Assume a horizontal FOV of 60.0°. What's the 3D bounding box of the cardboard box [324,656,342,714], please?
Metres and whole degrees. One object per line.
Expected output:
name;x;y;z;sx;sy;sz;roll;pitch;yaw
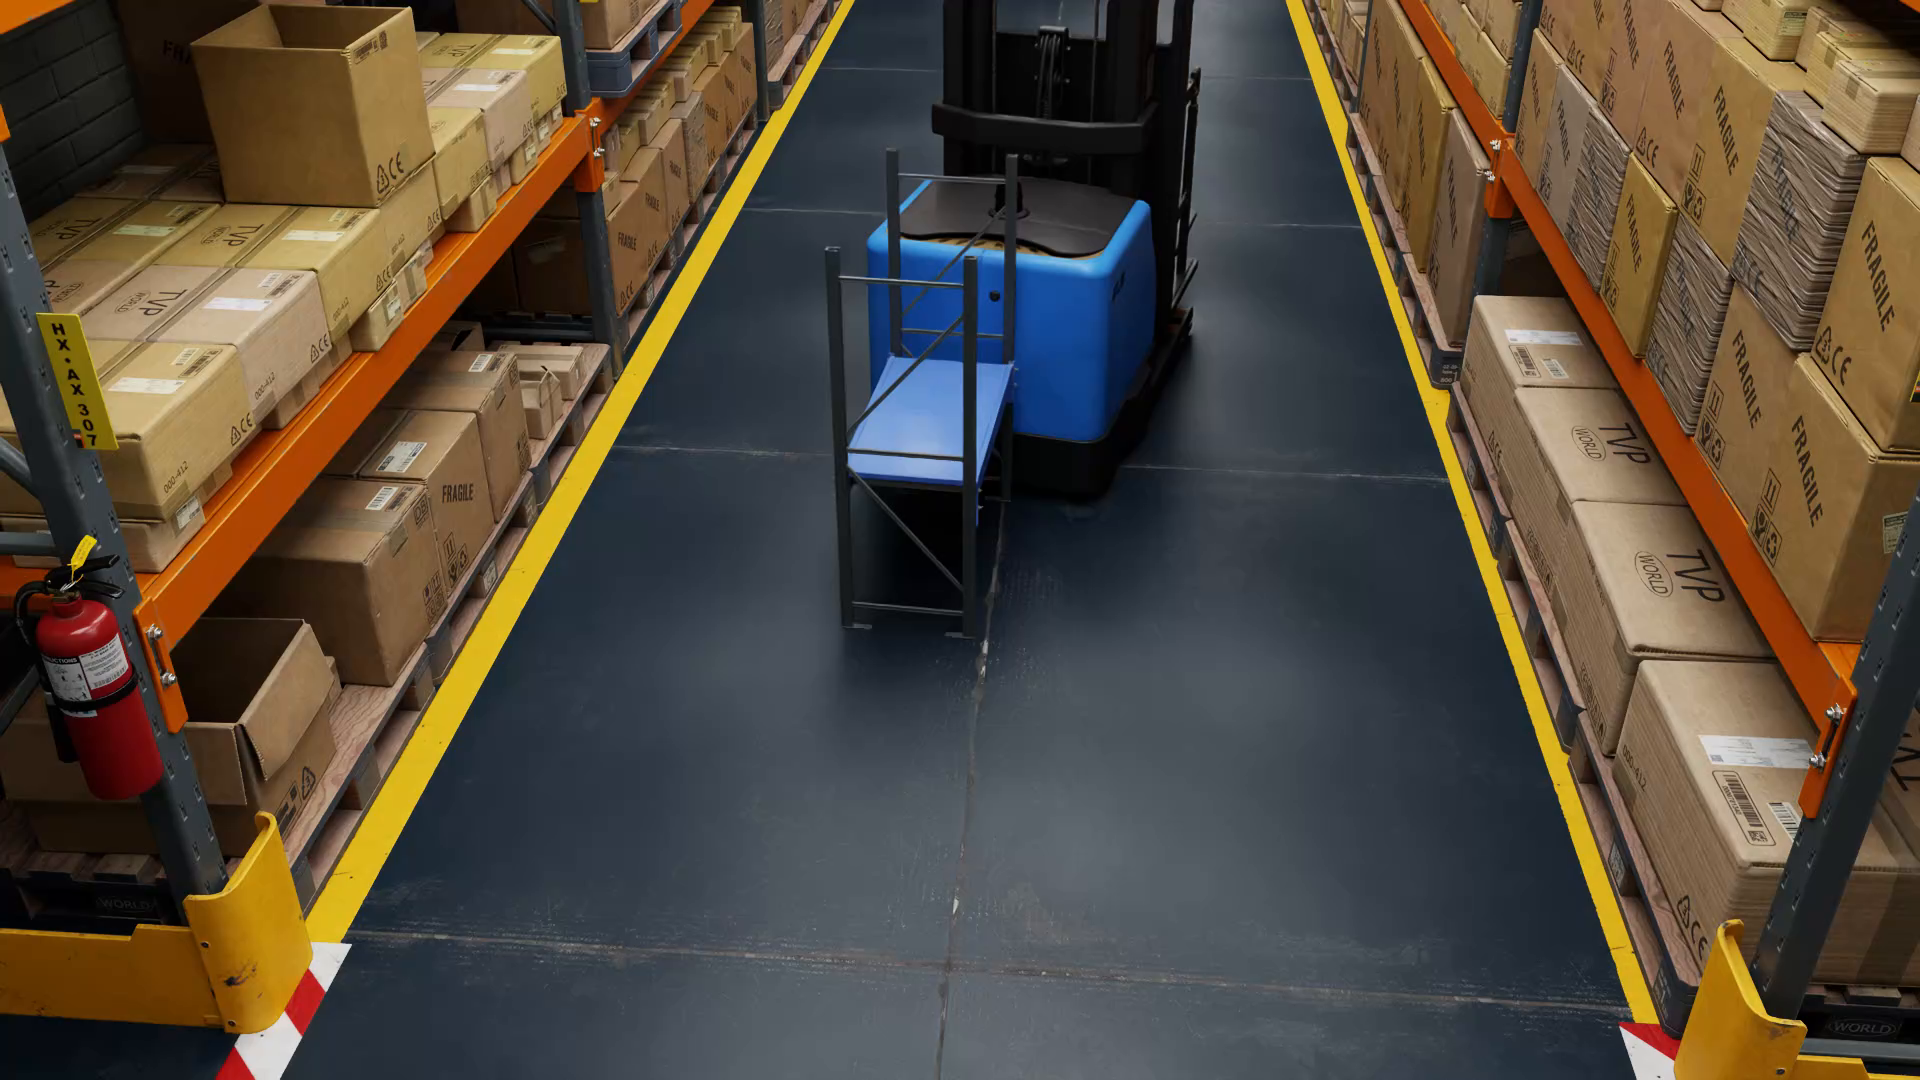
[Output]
cardboard box;-2.246;0.502;5.393;0.380;0.149;0.250;1;32;2

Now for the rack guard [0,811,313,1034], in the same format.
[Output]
rack guard;-2.458;1.028;4.605;1.175;0.500;0.348;2;32;4

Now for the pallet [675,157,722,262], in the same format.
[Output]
pallet;-2.013;-1.967;9.741;1.003;0.211;1.213;2;32;4

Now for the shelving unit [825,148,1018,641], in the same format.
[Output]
shelving unit;-0.112;-0.558;6.226;0.538;1.500;1.048;5;32;8

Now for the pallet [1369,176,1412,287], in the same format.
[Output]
pallet;2.894;-1.737;9.367;1.003;0.211;1.213;2;32;4

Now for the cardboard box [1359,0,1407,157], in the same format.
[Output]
cardboard box;2.996;-2.886;10.199;0.875;0.875;0.875;2;32;4

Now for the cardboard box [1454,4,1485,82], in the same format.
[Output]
cardboard box;2.637;-2.325;7.807;0.500;0.250;0.500;2;32;3

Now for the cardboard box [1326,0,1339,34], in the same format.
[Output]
cardboard box;3.310;-4.107;12.660;0.950;0.372;0.625;3;32;6

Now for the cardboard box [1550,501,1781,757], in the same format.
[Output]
cardboard box;2.504;0.298;5.450;0.875;0.438;0.875;3;32;5

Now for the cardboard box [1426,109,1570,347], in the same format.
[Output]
cardboard box;2.780;-1.480;7.917;0.875;0.875;0.875;3;32;6

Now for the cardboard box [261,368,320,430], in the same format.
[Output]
cardboard box;-2.121;-0.453;4.865;0.380;0.149;0.250;3;32;6

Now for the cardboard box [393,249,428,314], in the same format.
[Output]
cardboard box;-2.008;-0.859;5.525;0.380;0.149;0.250;3;32;5

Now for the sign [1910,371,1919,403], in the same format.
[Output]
sign;1.944;-0.410;3.227;0.100;0.325;0.005;2;32;4

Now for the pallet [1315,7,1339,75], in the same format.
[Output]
pallet;3.302;-3.827;12.759;1.003;0.211;1.213;2;32;4

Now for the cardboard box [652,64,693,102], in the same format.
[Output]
cardboard box;-1.736;-2.609;9.488;0.380;0.149;0.250;1;32;2

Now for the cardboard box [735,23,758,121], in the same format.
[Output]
cardboard box;-1.633;-3.064;10.845;0.500;0.500;0.500;3;32;5

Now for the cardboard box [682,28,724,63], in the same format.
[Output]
cardboard box;-1.657;-3.021;10.157;0.380;0.149;0.250;1;32;2

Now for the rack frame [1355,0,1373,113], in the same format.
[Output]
rack frame;3.135;-3.969;10.332;1.000;3.000;0.127;2;32;4

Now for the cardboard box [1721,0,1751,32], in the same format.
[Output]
cardboard box;2.403;-1.533;4.711;0.380;0.149;0.250;3;32;6

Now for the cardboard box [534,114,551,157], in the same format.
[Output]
cardboard box;-1.912;-1.666;6.834;0.380;0.149;0.250;3;32;5

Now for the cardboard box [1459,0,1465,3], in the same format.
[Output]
cardboard box;2.672;-2.800;8.102;0.500;0.250;0.500;3;32;5

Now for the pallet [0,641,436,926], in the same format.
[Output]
pallet;-2.394;0.734;5.357;1.003;0.211;1.213;2;32;4

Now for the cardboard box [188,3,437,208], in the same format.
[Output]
cardboard box;-2.037;-1.388;5.288;0.500;0.500;0.500;3;32;5

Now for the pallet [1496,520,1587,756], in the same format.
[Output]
pallet;2.573;0.343;5.992;1.003;0.211;1.213;2;32;4

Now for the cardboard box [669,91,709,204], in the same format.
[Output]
cardboard box;-1.748;-2.256;9.535;0.500;0.500;0.500;1;32;2

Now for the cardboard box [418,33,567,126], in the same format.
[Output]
cardboard box;-1.937;-1.874;6.791;0.500;0.250;0.500;3;32;5

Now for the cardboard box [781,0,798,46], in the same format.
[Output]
cardboard box;-1.703;-4.015;12.269;0.875;0.625;0.625;3;32;6

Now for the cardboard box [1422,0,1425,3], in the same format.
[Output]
cardboard box;2.772;-3.117;9.092;0.500;0.250;0.500;3;32;6

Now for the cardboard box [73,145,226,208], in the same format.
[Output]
cardboard box;-2.560;-1.113;5.556;0.500;0.250;0.500;2;32;4

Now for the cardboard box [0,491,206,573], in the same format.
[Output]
cardboard box;-2.164;-0.049;4.211;0.380;0.149;0.250;2;32;4

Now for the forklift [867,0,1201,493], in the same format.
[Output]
forklift;0.539;-2.207;7.537;1.130;2.935;3.031;9;33;15

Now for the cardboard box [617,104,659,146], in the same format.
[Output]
cardboard box;-1.823;-2.211;8.842;0.380;0.149;0.250;2;32;4

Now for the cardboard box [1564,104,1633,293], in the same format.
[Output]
cardboard box;2.418;-1.163;5.683;0.500;0.500;0.500;3;32;4

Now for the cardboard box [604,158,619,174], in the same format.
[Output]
cardboard box;-1.898;-1.803;8.180;0.380;0.149;0.250;2;32;3

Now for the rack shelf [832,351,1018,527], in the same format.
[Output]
rack shelf;-0.112;-0.405;6.321;0.538;0.185;1.000;5;32;8

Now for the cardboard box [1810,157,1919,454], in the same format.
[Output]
cardboard box;2.286;-0.517;3.681;0.500;0.500;0.500;3;32;6

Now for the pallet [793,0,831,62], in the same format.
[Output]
pallet;-1.605;-4.057;13.132;1.003;0.211;1.213;2;32;4

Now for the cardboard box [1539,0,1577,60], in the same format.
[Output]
cardboard box;2.529;-2.107;6.262;0.500;0.500;0.500;3;32;4

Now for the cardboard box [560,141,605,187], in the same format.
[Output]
cardboard box;-1.904;-1.784;7.866;0.380;0.149;0.250;2;32;3

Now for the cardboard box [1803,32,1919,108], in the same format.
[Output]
cardboard box;2.309;-1.129;4.056;0.380;0.149;0.250;3;32;5

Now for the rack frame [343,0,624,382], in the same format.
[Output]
rack frame;-2.138;-2.088;7.279;1.000;3.000;0.127;2;32;4

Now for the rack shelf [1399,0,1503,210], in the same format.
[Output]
rack shelf;2.972;-2.617;8.824;1.077;0.370;4.000;2;32;4

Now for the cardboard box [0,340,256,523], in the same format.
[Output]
cardboard box;-2.158;-0.285;4.212;0.500;0.250;0.500;3;32;4

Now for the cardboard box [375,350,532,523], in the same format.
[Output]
cardboard box;-2.127;-0.415;6.546;0.700;0.500;0.500;1;32;2

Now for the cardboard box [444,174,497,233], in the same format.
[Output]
cardboard box;-1.950;-1.259;6.173;0.380;0.149;0.250;2;32;3

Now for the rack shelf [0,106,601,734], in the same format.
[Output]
rack shelf;-2.301;-0.736;5.770;1.077;0.370;4.000;2;32;4

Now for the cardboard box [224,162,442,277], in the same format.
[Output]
cardboard box;-2.059;-1.082;5.506;0.500;0.250;0.500;2;32;3

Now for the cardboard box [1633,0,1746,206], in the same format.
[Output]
cardboard box;2.385;-1.313;4.972;0.500;0.500;0.500;2;32;4

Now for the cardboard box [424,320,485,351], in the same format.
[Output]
cardboard box;-2.428;-0.787;7.330;0.500;0.311;0.500;4;32;6

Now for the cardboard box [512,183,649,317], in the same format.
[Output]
cardboard box;-1.875;-1.446;8.219;0.500;0.500;0.500;4;32;6

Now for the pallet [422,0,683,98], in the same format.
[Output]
pallet;-1.964;-2.419;8.000;1.003;0.211;1.213;2;32;4

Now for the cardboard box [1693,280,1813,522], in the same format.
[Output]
cardboard box;2.315;-0.354;4.370;0.500;0.500;0.500;2;32;3
